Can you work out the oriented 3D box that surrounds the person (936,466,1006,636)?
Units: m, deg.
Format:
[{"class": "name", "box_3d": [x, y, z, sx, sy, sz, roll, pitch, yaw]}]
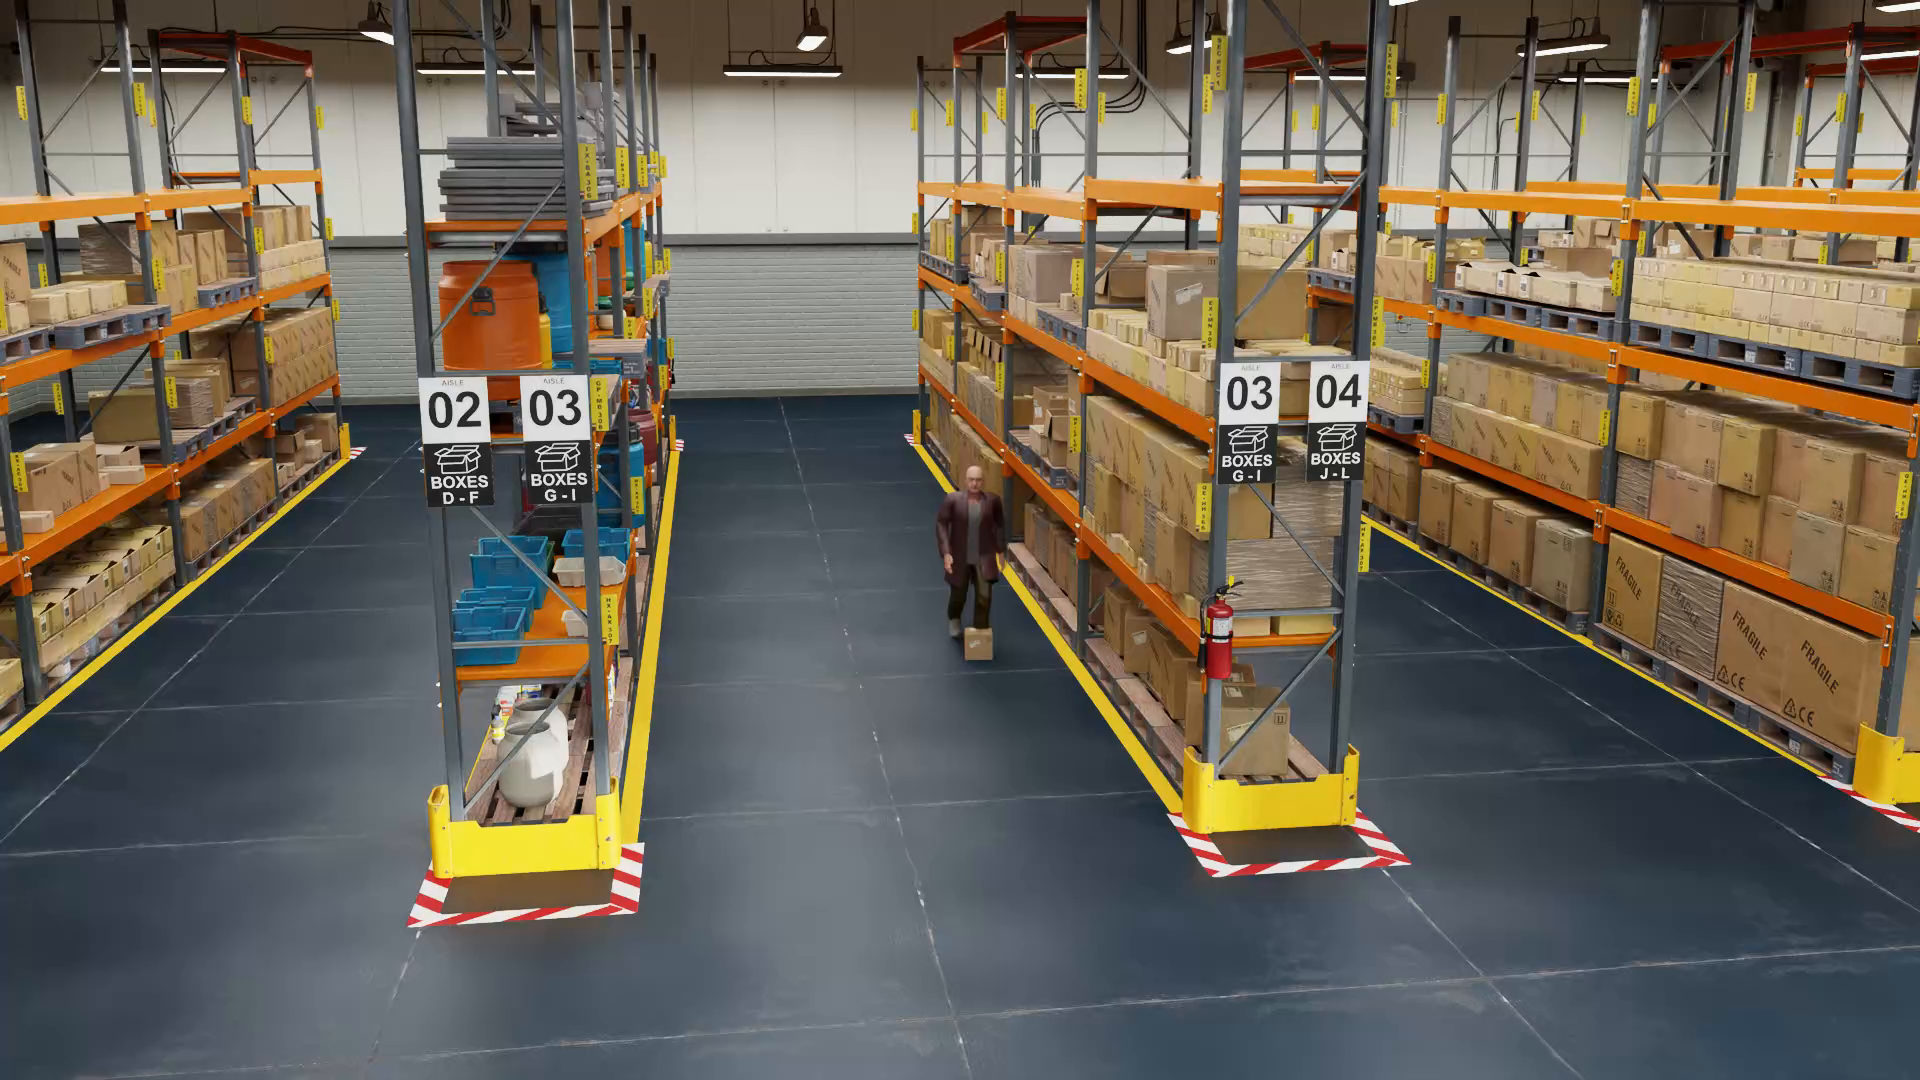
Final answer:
[{"class": "person", "box_3d": [0.102, 0.179, 15.464, 0.657, 1.631, 0.857, 0, 13, -1]}]
